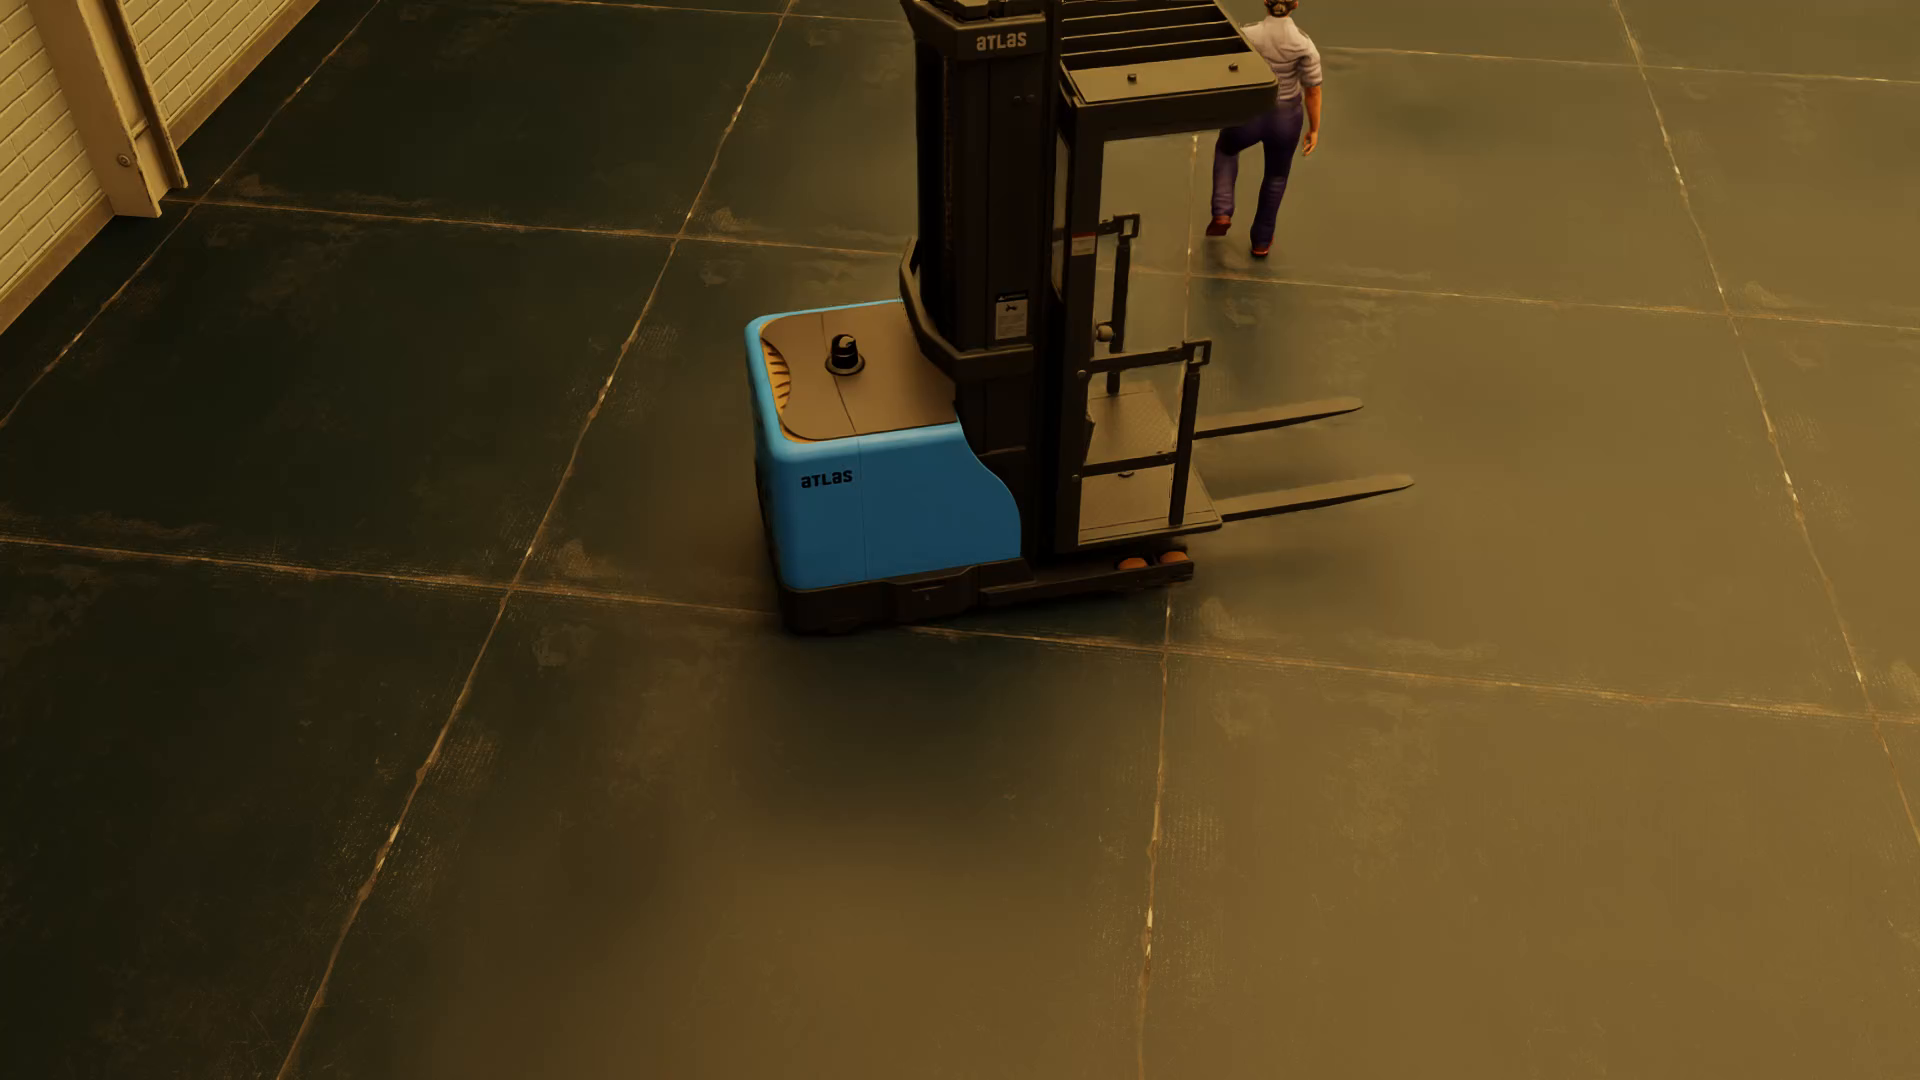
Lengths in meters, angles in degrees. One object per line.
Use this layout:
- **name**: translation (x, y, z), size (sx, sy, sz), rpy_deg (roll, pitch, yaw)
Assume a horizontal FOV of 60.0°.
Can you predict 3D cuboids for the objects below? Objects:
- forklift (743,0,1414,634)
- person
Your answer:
- **forklift**: translation (0.598, -1.179, 7.008), size (3.031, 2.935, 1.130), rpy_deg (-9, 43, -9)
- **person**: translation (1.686, -2.361, 9.260), size (0.629, 1.630, 0.455), rpy_deg (9, 43, 10)
